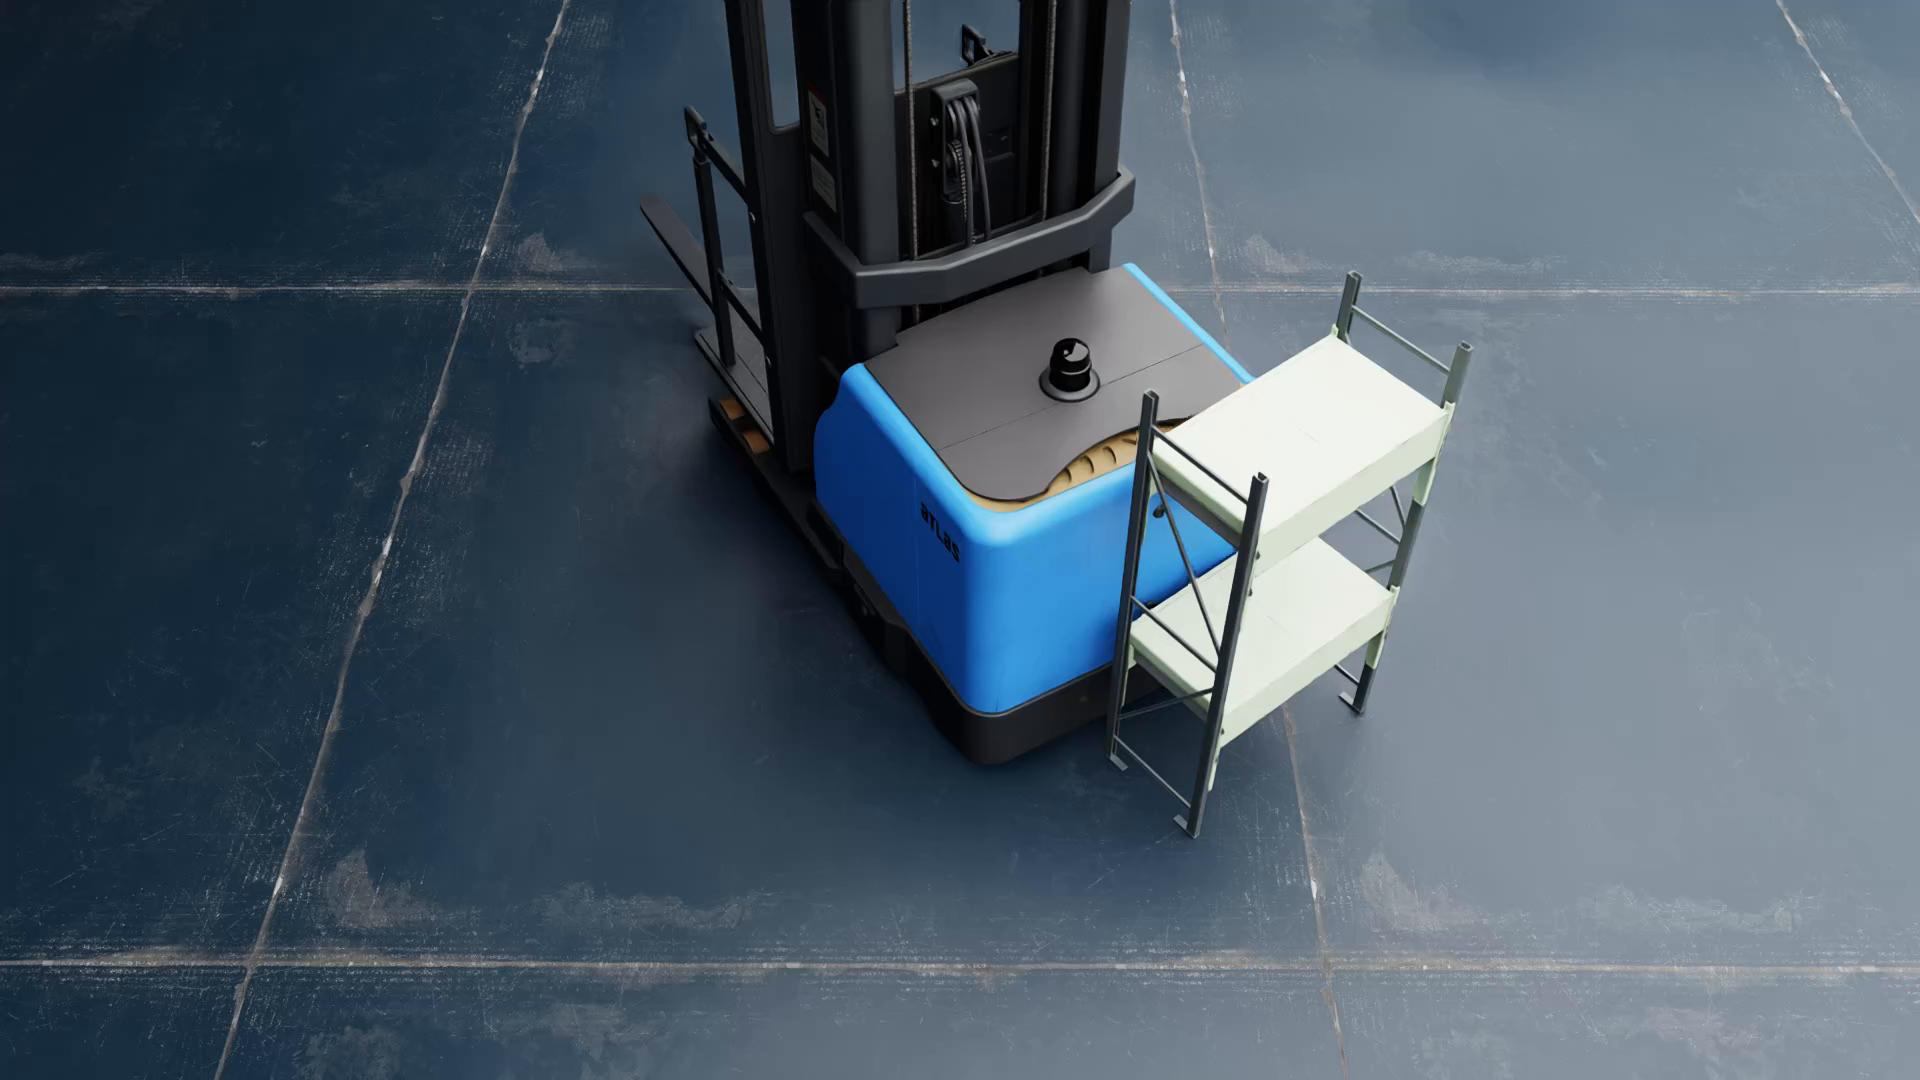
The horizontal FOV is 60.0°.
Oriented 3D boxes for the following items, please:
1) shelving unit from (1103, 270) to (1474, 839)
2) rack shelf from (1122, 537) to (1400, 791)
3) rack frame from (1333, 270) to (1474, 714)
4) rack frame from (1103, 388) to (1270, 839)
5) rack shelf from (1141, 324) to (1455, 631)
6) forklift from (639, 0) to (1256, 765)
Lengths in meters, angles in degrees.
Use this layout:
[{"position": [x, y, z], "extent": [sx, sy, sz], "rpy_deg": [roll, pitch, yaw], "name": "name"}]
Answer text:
[{"position": [0.861, 0.090, 4.640], "extent": [0.755, 1.500, 0.431], "rpy_deg": [-31, 54, -25], "name": "shelving unit"}, {"position": [0.860, 0.311, 4.880], "extent": [0.720, 0.370, 0.431], "rpy_deg": [-31, 54, -25], "name": "rack shelf"}, {"position": [1.145, -0.080, 4.798], "extent": [0.023, 1.500, 0.400], "rpy_deg": [-31, 54, -25], "name": "rack frame"}, {"position": [0.577, 0.259, 4.483], "extent": [0.023, 1.500, 0.400], "rpy_deg": [-31, 54, -25], "name": "rack frame"}, {"position": [0.862, -0.175, 4.354], "extent": [0.720, 0.370, 0.431], "rpy_deg": [-31, 54, -25], "name": "rack shelf"}, {"position": [-0.253, -1.394, 5.045], "extent": [1.130, 2.935, 3.031], "rpy_deg": [-23, 51, -20], "name": "forklift"}]
